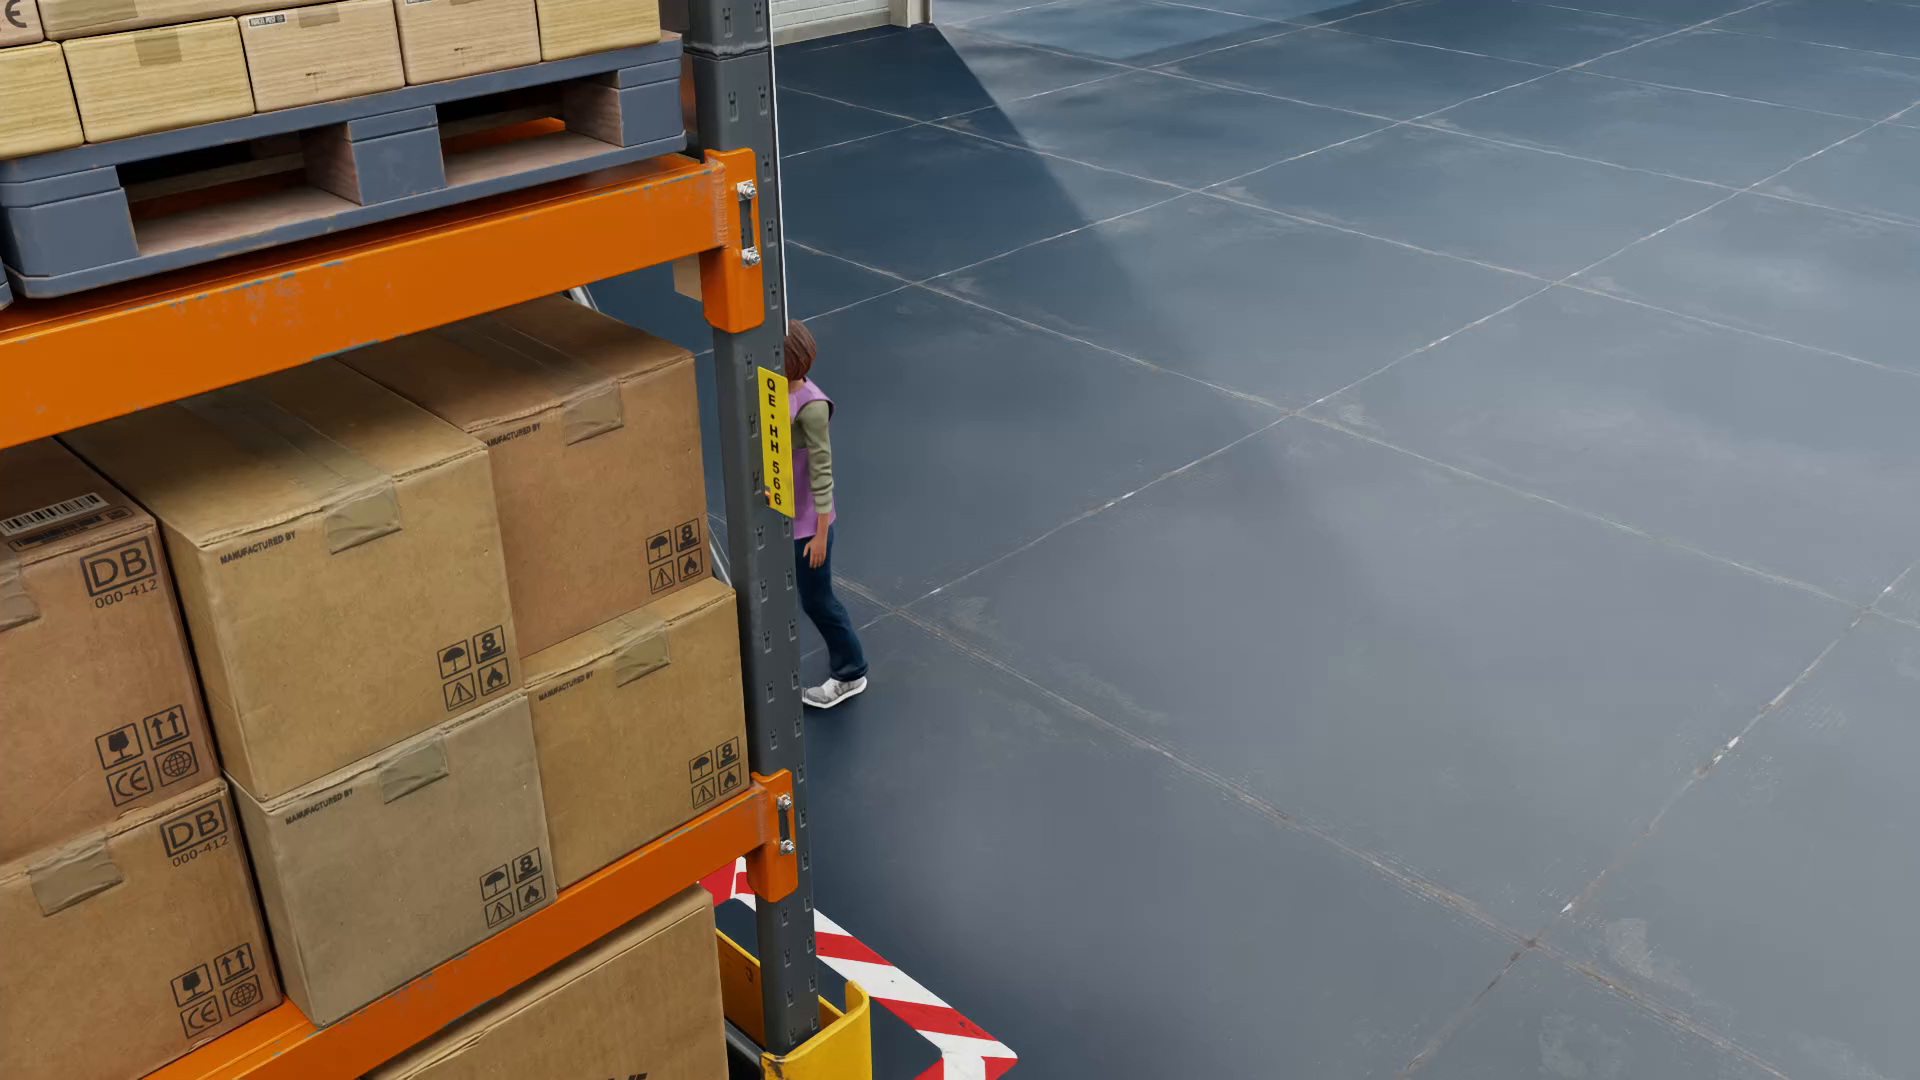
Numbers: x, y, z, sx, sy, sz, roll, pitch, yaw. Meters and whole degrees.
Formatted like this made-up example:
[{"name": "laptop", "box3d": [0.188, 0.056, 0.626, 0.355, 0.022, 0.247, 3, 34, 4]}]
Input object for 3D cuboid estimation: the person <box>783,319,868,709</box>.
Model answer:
[{"name": "person", "box3d": [-0.666, -0.057, 6.225, 0.597, 1.603, 0.428, -19, 33, -31]}]
